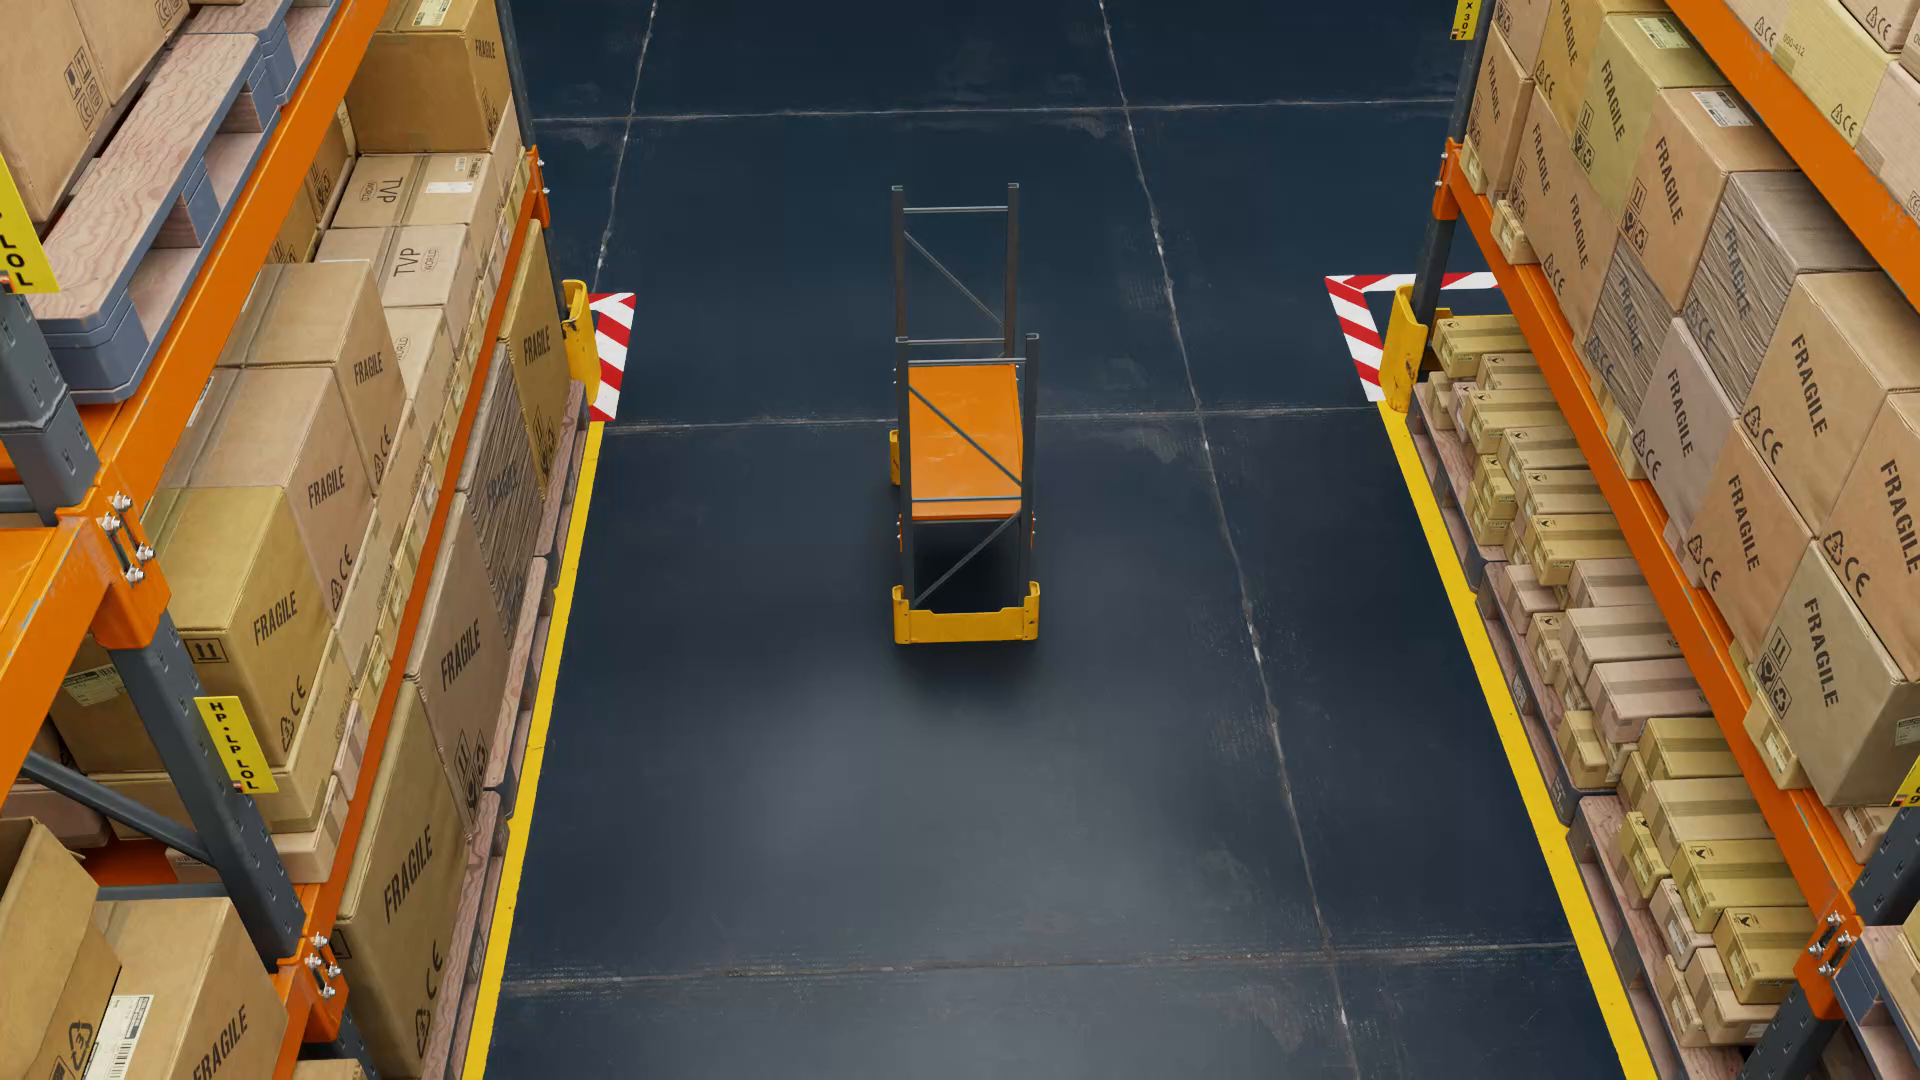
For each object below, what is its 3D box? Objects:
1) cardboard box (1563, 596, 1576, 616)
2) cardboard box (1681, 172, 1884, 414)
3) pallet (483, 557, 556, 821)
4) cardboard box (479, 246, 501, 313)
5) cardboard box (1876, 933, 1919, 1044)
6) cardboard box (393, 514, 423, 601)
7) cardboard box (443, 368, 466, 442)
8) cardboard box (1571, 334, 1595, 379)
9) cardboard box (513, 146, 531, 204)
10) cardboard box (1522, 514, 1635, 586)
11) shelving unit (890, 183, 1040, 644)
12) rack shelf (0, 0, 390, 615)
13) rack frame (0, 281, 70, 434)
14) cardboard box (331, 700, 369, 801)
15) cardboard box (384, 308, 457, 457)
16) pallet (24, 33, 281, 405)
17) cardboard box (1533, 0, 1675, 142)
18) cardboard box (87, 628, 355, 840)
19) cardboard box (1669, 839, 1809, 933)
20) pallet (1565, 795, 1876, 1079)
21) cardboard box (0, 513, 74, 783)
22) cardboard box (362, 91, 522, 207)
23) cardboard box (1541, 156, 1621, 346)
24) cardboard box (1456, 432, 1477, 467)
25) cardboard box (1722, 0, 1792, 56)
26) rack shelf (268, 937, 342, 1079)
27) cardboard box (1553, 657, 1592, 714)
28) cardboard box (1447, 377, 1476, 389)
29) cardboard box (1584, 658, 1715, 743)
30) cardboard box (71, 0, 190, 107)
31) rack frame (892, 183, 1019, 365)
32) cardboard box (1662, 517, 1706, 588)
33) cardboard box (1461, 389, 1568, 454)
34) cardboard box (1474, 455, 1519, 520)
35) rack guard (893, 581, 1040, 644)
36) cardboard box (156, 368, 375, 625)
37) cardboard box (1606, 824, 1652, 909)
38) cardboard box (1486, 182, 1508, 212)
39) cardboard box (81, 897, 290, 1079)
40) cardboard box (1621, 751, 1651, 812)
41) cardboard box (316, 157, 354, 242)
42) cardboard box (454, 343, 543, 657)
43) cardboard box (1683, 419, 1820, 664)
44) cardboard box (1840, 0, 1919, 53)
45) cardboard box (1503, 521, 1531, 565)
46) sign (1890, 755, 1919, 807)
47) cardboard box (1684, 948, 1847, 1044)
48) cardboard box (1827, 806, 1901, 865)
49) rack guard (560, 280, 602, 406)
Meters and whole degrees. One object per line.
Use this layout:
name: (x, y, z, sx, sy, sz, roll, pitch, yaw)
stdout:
cardboard box: (2.508, 0.322, 6.258, 0.380, 0.149, 0.250, 0, 43, 0)
cardboard box: (2.470, -0.711, 4.772, 0.500, 0.500, 0.500, -1, 43, -1)
pallet: (-2.173, 0.569, 6.473, 1.003, 0.211, 1.213, -2, 43, -2)
cardboard box: (-1.958, -0.980, 6.285, 0.380, 0.149, 0.250, -1, 43, -1)
cardboard box: (2.353, 1.025, 3.787, 0.380, 0.149, 0.250, -4, 43, -4)
cardboard box: (-1.892, 0.060, 5.150, 0.380, 0.149, 0.250, -2, 43, -2)
cardboard box: (-1.925, -0.462, 5.721, 0.380, 0.149, 0.250, -1, 43, -1)
cardboard box: (2.439, -0.695, 5.975, 0.380, 0.149, 0.250, -2, 43, -3)
cardboard box: (-1.990, -1.494, 6.846, 0.380, 0.149, 0.250, -1, 43, -1)
cardboard box: (2.384, 0.036, 6.349, 0.380, 0.149, 0.250, -1, 43, -1)
shelving unit: (0.003, -0.501, 6.687, 0.587, 1.500, 1.083, -2, 43, -2)
rack shelf: (-2.249, -1.308, 4.770, 1.077, 0.370, 4.000, -2, 43, -2)
rack frame: (-2.164, -1.329, 2.040, 1.000, 3.000, 0.127, -2, 43, -2)
cardboard box: (-1.856, 0.588, 4.574, 0.380, 0.149, 0.250, -3, 43, -3)
cardboard box: (-1.980, -0.515, 5.483, 0.500, 0.250, 0.500, -2, 43, -2)
pallet: (-2.189, -0.743, 3.687, 1.003, 0.211, 1.213, -2, 43, -2)
cardboard box: (2.407, -1.756, 5.912, 0.500, 0.500, 0.500, -1, 43, -1)
cardboard box: (-1.923, 0.503, 4.372, 0.500, 0.250, 0.500, -2, 43, -3)
cardboard box: (2.470, 1.081, 5.210, 0.380, 0.149, 0.250, -1, 43, -1)
pallet: (2.732, 1.384, 5.584, 1.003, 0.211, 1.213, -2, 43, -2)
cardboard box: (-2.451, 0.249, 4.094, 0.500, 0.500, 0.500, -1, 43, -1)
cardboard box: (-2.049, -1.553, 6.615, 0.500, 0.250, 0.500, -2, 43, -2)
cardboard box: (2.425, -1.036, 5.866, 0.500, 0.500, 0.500, -1, 43, -1)
cardboard box: (2.421, -0.459, 7.330, 0.380, 0.149, 0.250, -2, 43, -2)
cardboard box: (2.453, -1.580, 4.645, 0.500, 0.250, 0.500, -2, 43, -2)
rack shelf: (-2.079, 2.498, 2.837, 1.077, 0.370, 4.000, -2, 43, -2)
cardboard box: (2.450, 0.573, 6.204, 0.380, 0.149, 0.250, -1, 43, -1)
cardboard box: (2.391, -0.745, 7.421, 0.380, 0.149, 0.250, 0, 43, 0)
cardboard box: (2.415, 0.556, 5.783, 0.380, 0.149, 0.250, -4, 43, -4)
cardboard box: (-2.276, -1.342, 3.815, 0.700, 0.500, 0.500, 0, 43, 0)
rack frame: (-0.018, -0.838, 7.055, 0.500, 1.500, 0.032, -2, 43, -2)
cardboard box: (2.450, 0.005, 5.211, 0.380, 0.149, 0.250, -3, 43, -4)
cardboard box: (2.323, -0.495, 6.929, 0.380, 0.149, 0.250, -2, 43, -2)
cardboard box: (2.348, -0.219, 6.848, 0.380, 0.149, 0.250, 0, 43, 0)
rack guard: (0.024, 0.296, 6.743, 0.587, 0.250, 0.087, -2, 43, -2)
cardboard box: (-1.942, -0.112, 4.488, 0.500, 0.500, 0.500, -2, 43, -2)
cardboard box: (2.435, 1.095, 5.634, 0.380, 0.149, 0.250, -3, 43, -3)
cardboard box: (2.364, -1.401, 6.744, 0.380, 0.149, 0.250, 0, 43, 0)
cardboard box: (-1.872, 1.153, 3.698, 0.500, 0.500, 0.500, -2, 43, -2)
cardboard box: (2.499, 0.856, 5.675, 0.380, 0.149, 0.250, -1, 43, -1)
cardboard box: (-2.555, -1.190, 6.219, 0.500, 0.250, 0.500, -2, 43, -2)
cardboard box: (-2.189, -0.145, 6.450, 0.875, 0.875, 0.875, -2, 43, -2)
cardboard box: (2.472, -0.007, 4.744, 0.500, 0.500, 0.500, -3, 43, -3)
cardboard box: (2.485, -1.434, 4.116, 0.500, 0.250, 0.500, 0, 43, 0)
cardboard box: (2.446, 0.054, 6.770, 0.380, 0.149, 0.250, -2, 43, -2)
sign: (2.254, 0.510, 3.833, 0.100, 0.325, 0.005, -2, 43, -2)
cardboard box: (2.464, 1.391, 5.091, 0.380, 0.149, 0.250, -1, 43, -1)
cardboard box: (2.549, 0.715, 4.436, 0.380, 0.149, 0.250, -2, 43, -2)
rack guard: (-2.335, -0.913, 7.876, 1.175, 0.500, 0.348, -2, 43, -2)
